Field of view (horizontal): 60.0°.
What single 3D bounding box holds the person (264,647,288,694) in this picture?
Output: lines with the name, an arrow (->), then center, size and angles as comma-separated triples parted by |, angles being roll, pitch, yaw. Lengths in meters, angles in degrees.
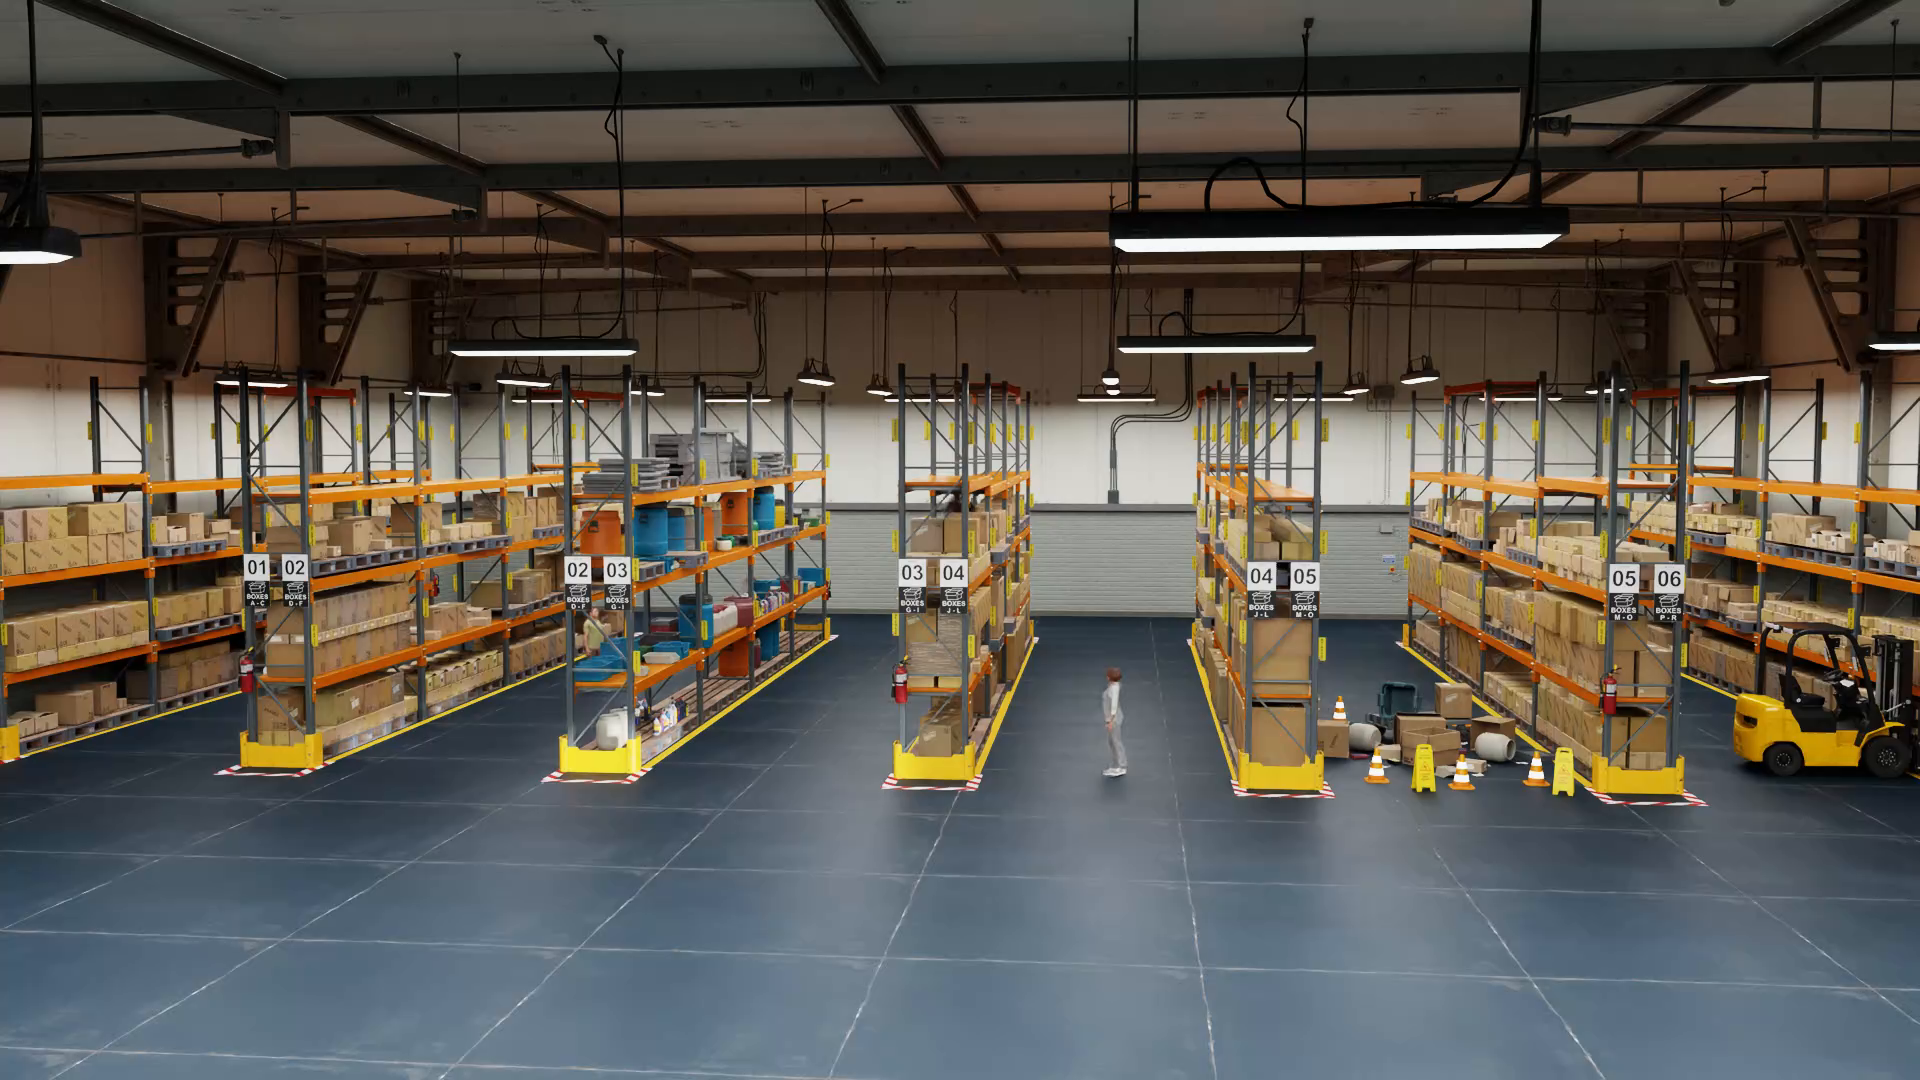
person -> -11.656, 2.294, 28.190 | 0.523, 1.777, 0.668 | 3, 5, 39

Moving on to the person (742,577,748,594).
person -> -5.078, 1.682, 39.669 | 0.503, 1.623, 0.370 | 4, 5, 45

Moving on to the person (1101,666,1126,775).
person -> 2.252, 2.651, 24.286 | 0.382, 1.621, 0.483 | -1, 4, -10

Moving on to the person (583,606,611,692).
person -> -7.020, 2.114, 32.178 | 0.484, 1.661, 0.578 | -3, 5, -39
